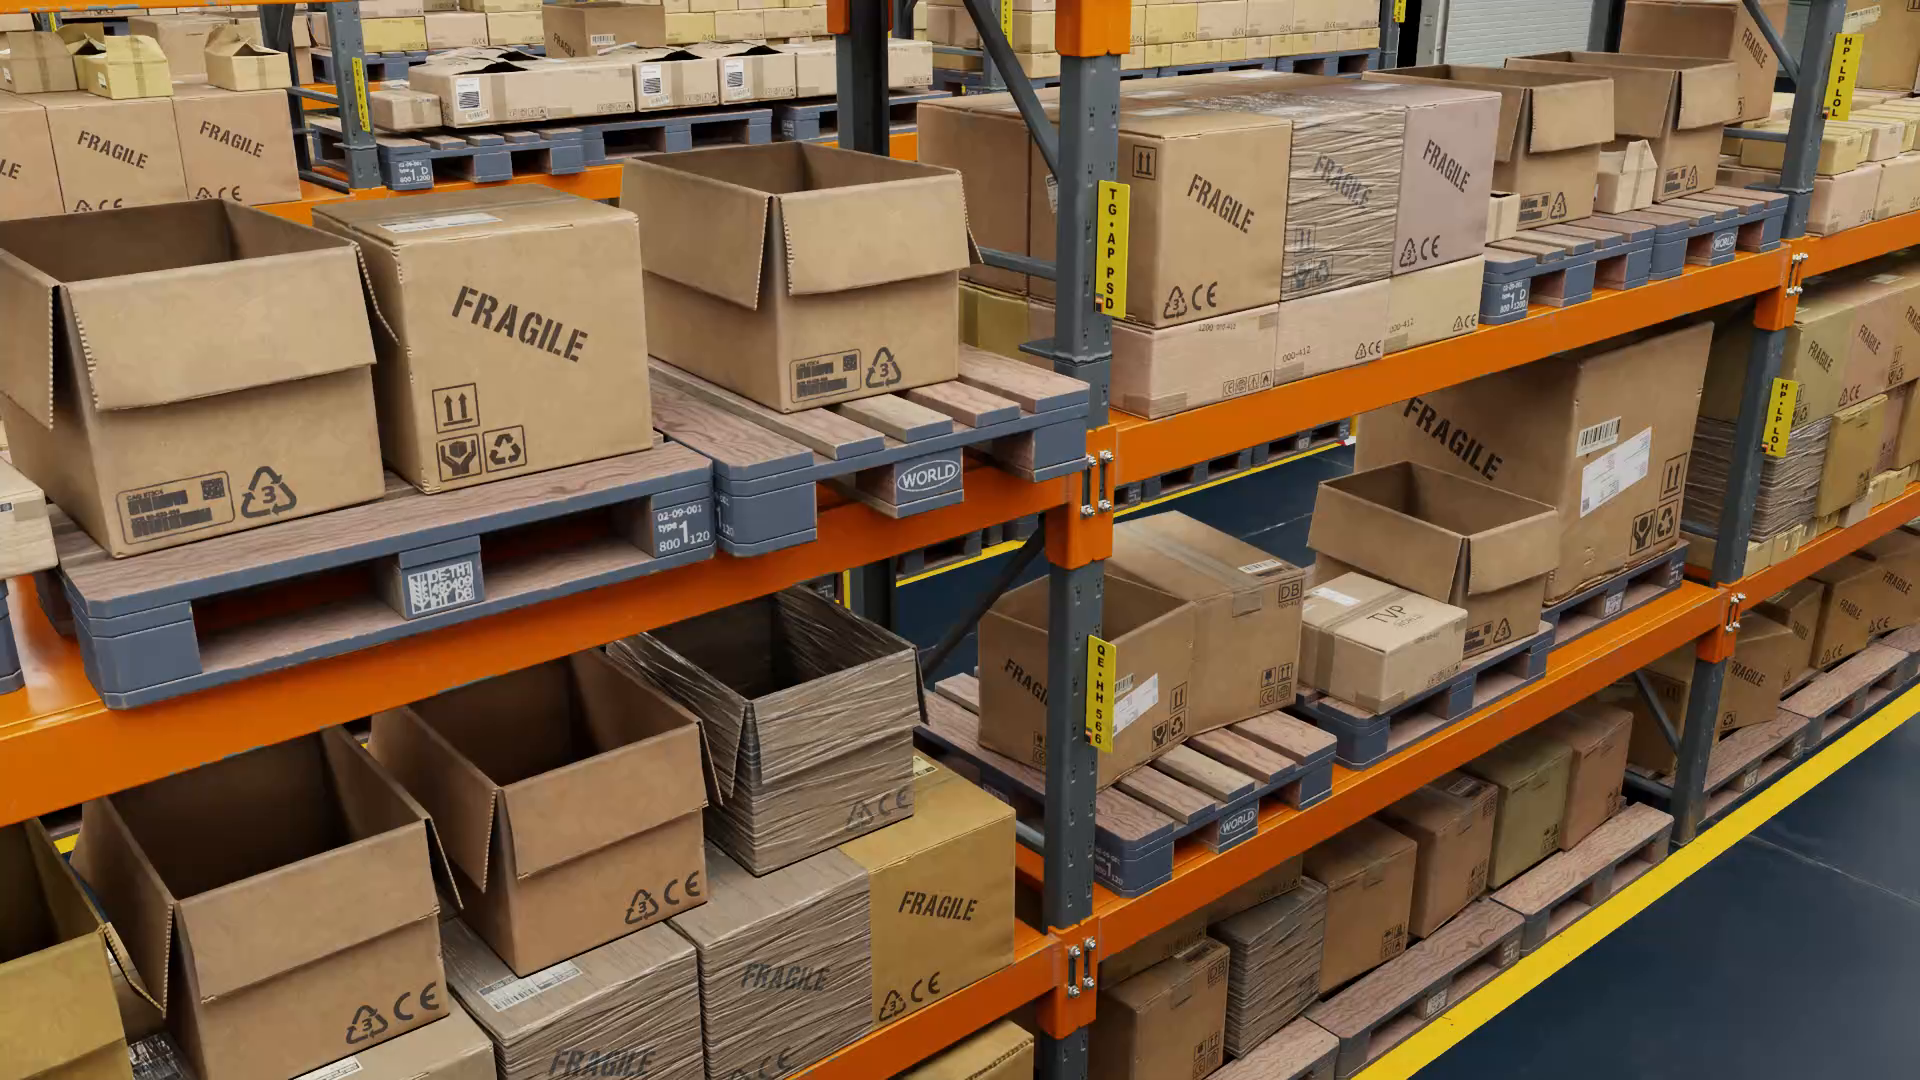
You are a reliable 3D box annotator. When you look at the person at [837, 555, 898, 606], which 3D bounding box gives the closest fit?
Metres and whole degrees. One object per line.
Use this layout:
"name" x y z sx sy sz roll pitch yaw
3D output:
"person" -0.524 0.028 9.013 0.441 1.673 0.543 18 27 38
